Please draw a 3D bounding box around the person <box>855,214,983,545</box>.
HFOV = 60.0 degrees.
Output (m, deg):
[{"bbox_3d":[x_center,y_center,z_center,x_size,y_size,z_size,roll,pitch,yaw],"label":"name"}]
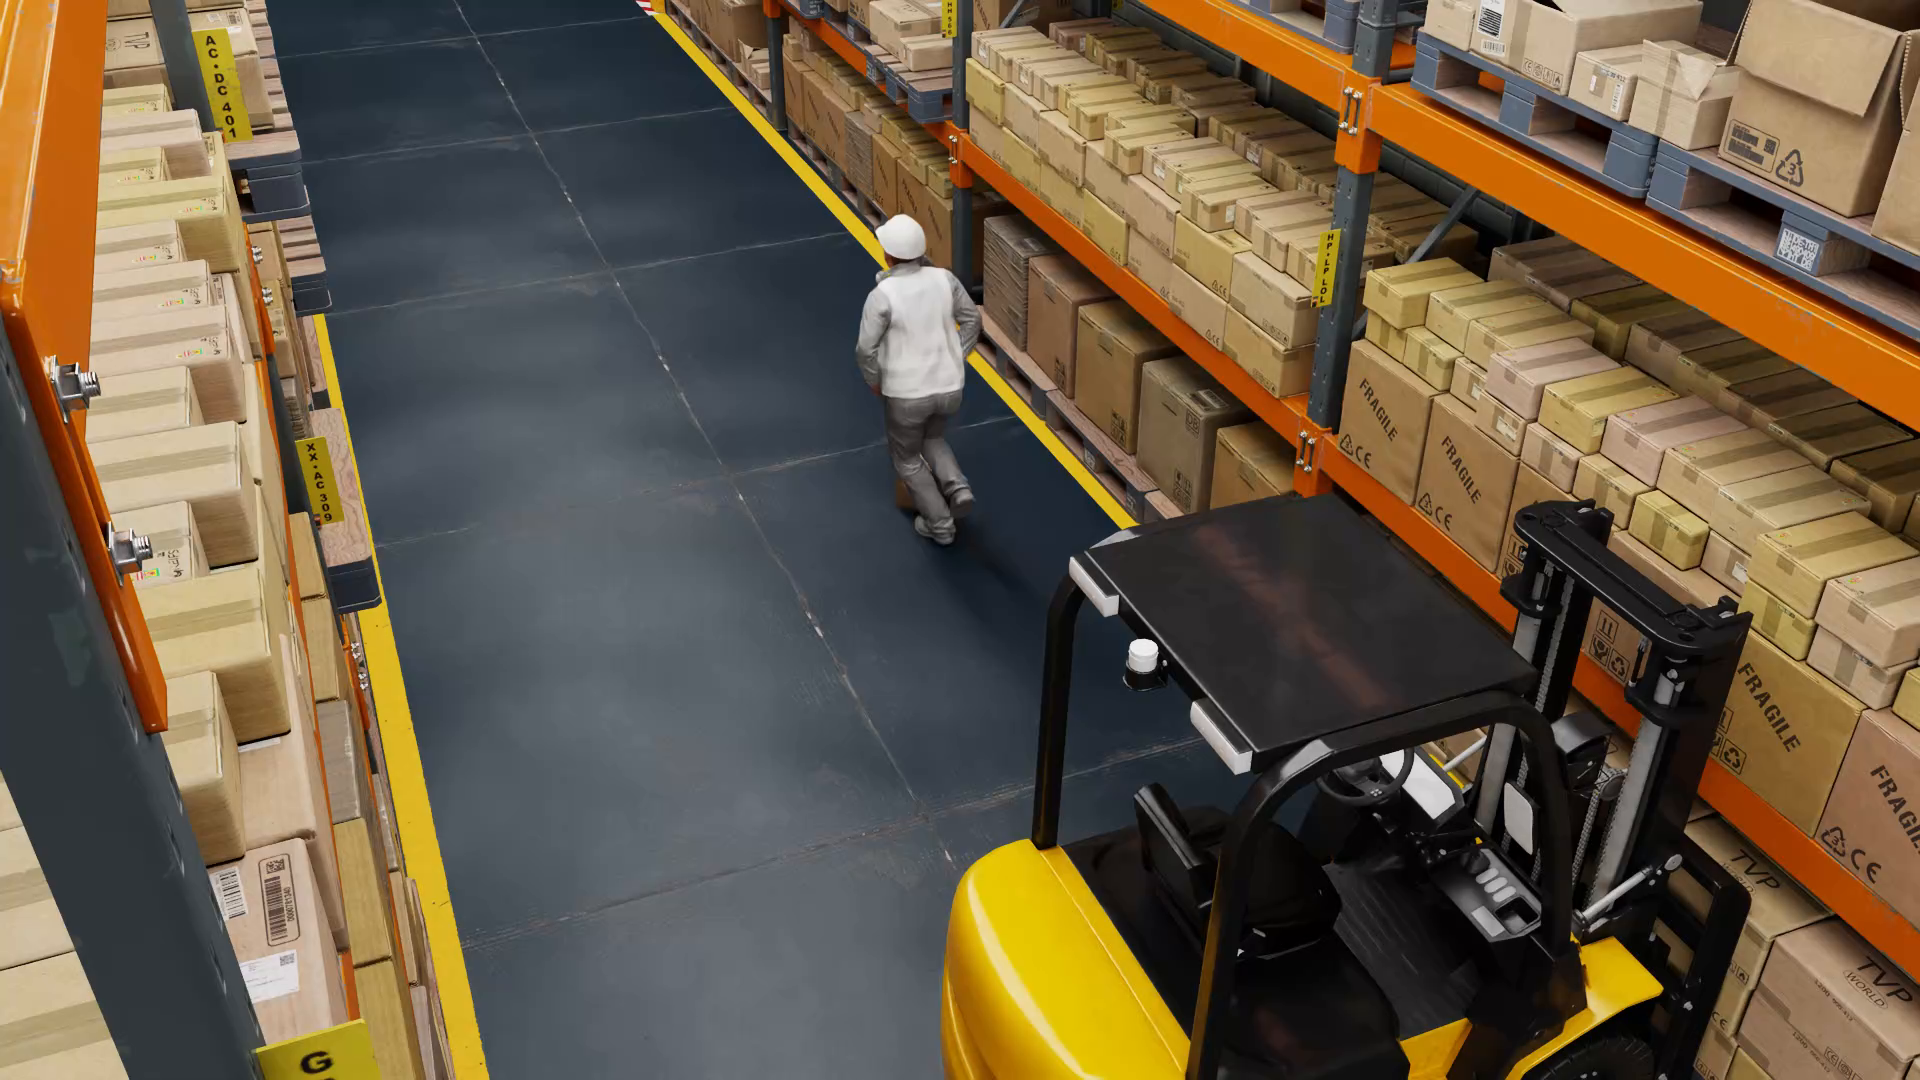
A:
[{"bbox_3d":[-0.195,-0.783,8.398,0.677,1.679,0.695,-19,38,-26],"label":"person"}]
